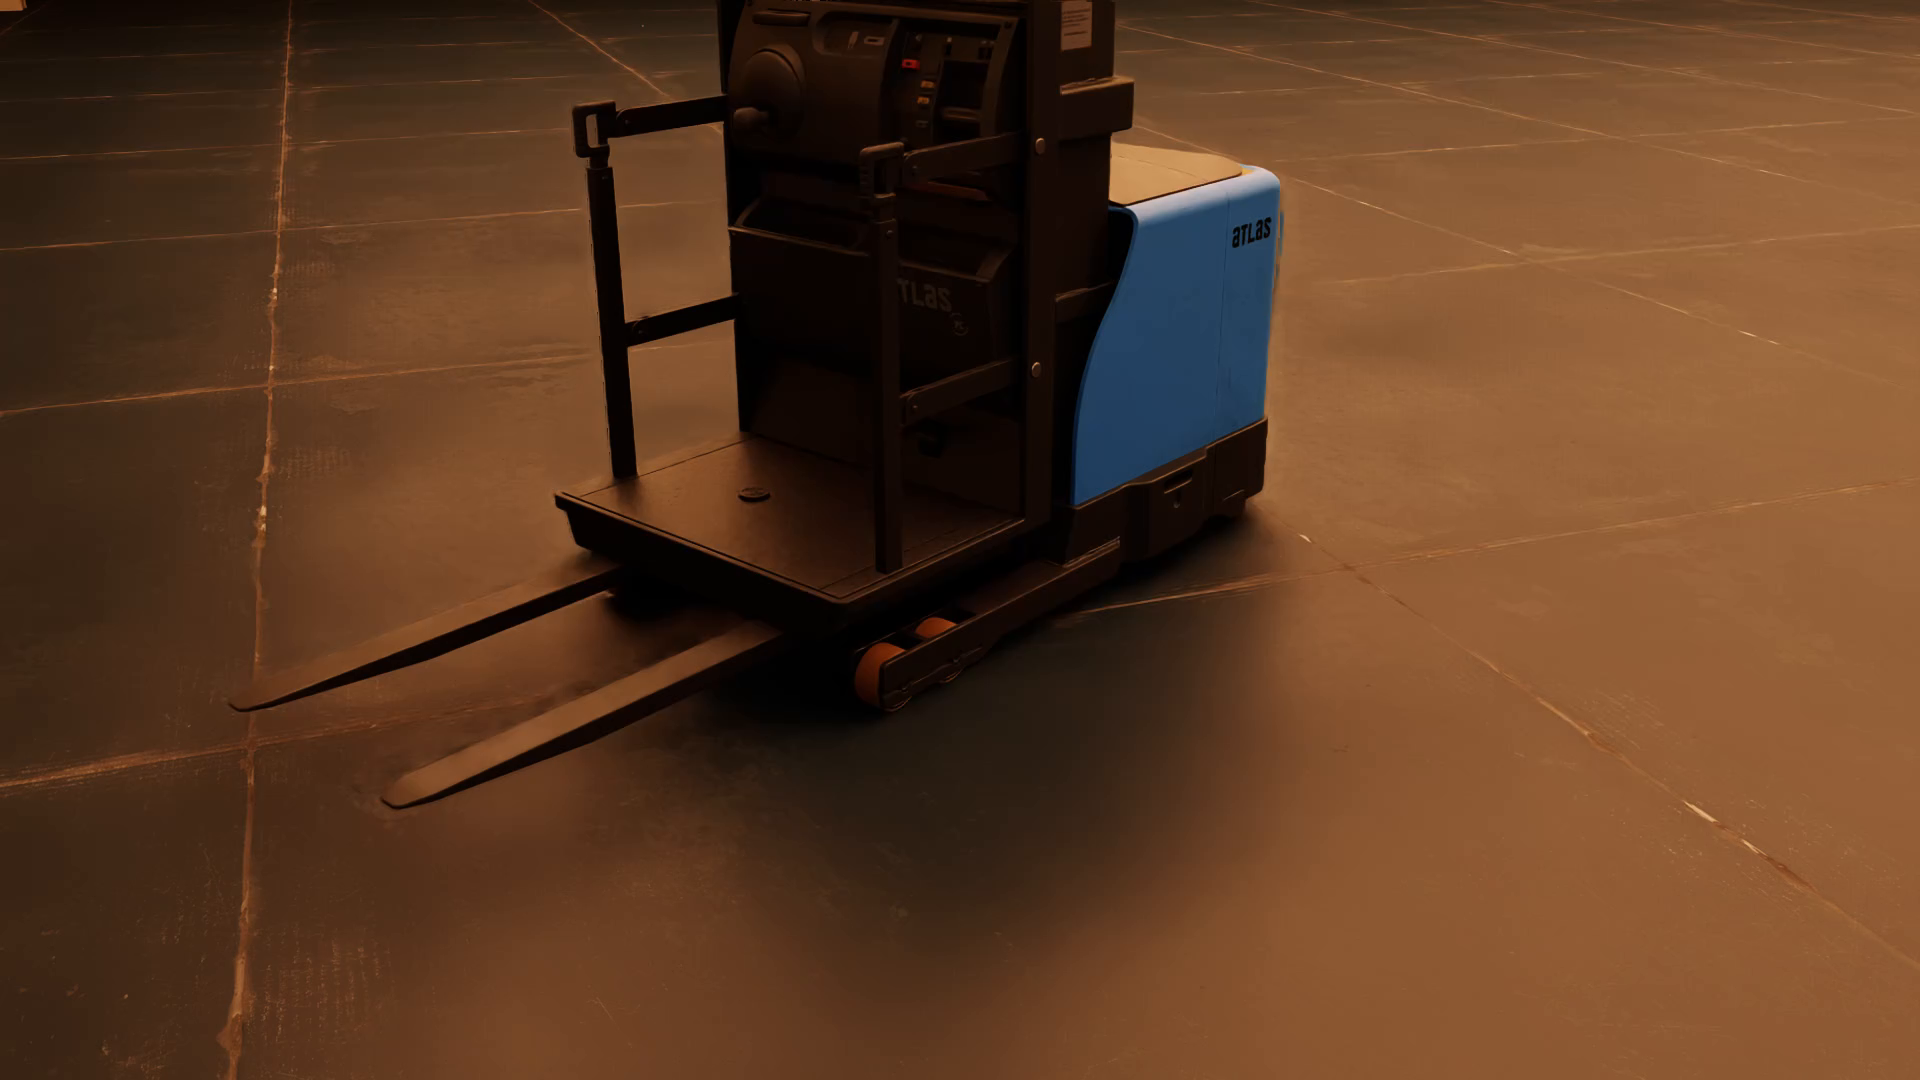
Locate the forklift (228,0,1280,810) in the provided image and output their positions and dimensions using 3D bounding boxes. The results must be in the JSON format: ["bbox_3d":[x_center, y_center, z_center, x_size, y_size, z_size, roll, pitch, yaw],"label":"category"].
[{"bbox_3d":[-0.374,-1.150,4.034,1.130,2.935,3.031,18,29,37],"label":"forklift"}]
